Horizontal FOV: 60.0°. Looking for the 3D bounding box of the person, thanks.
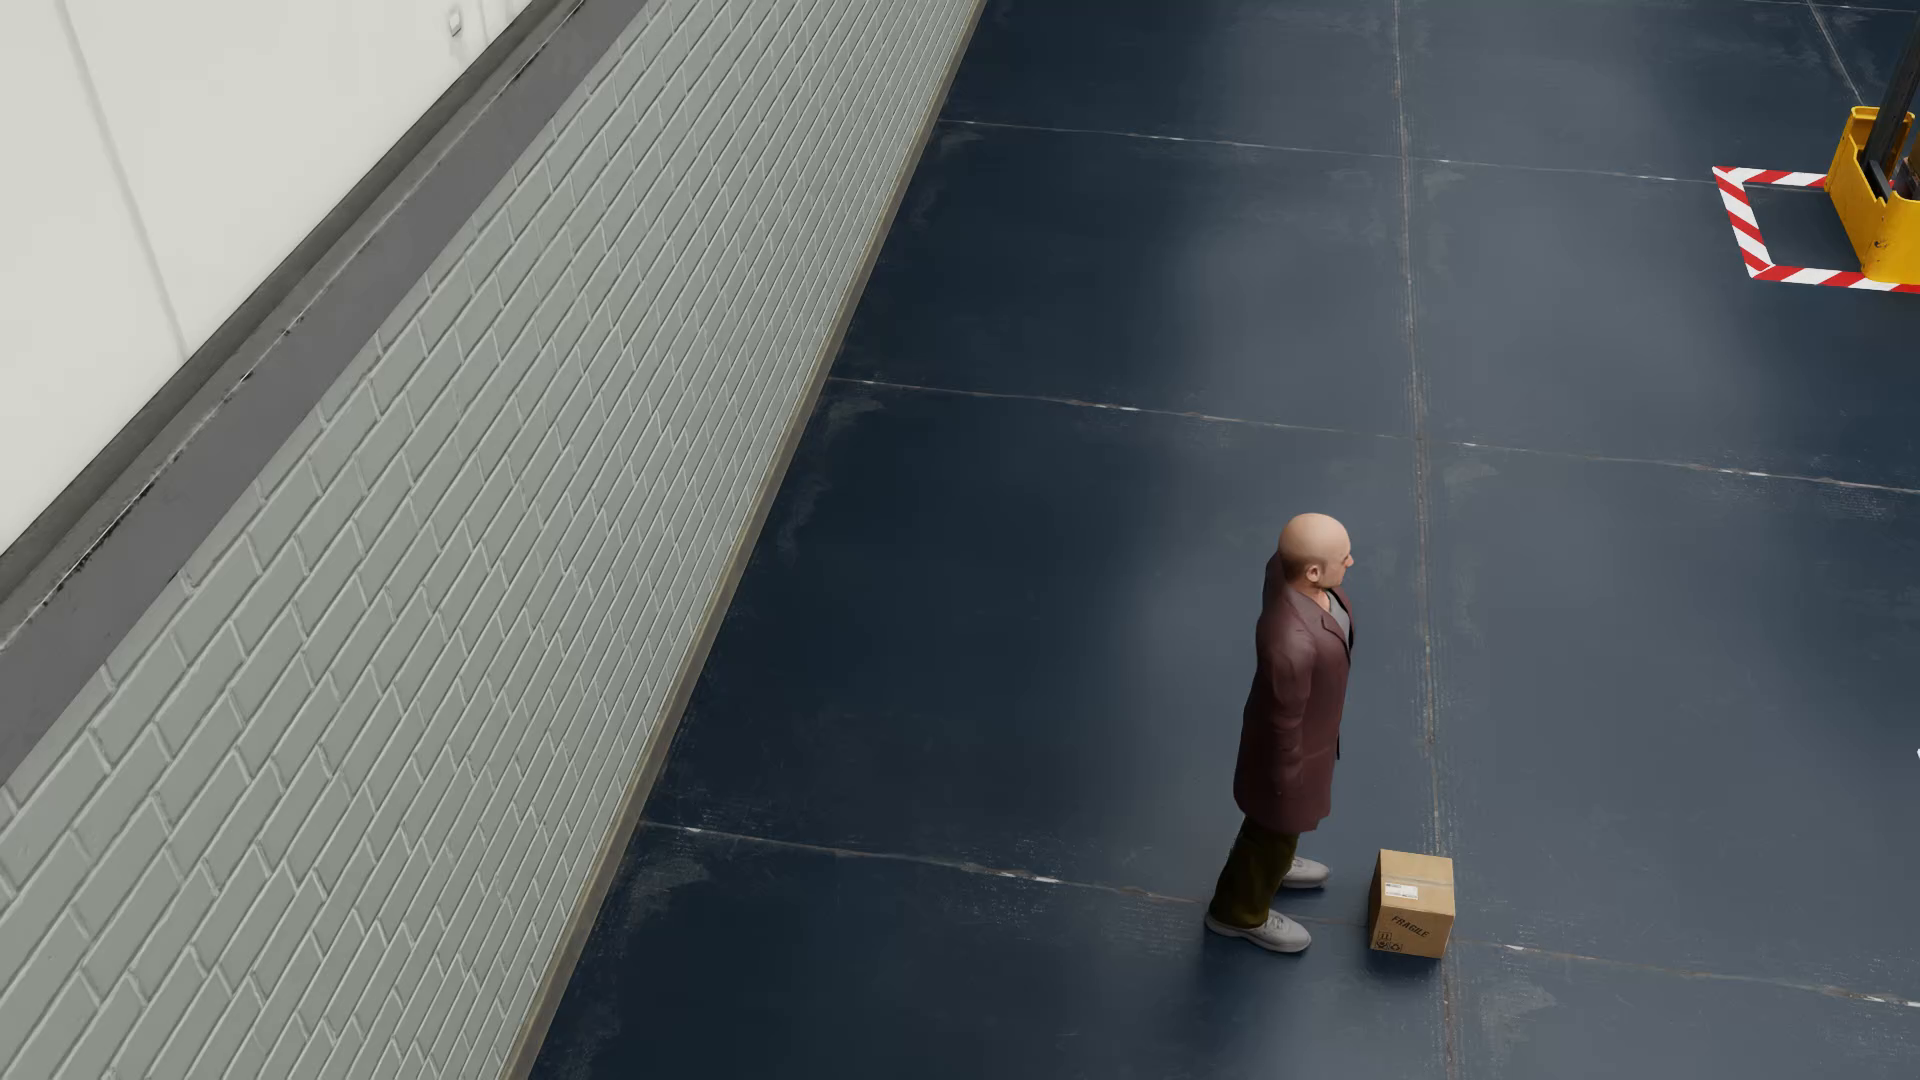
[{"bbox_3d":[1.106,0.624,5.424,0.428,1.776,0.574,7,41,9],"label":"person"}]
